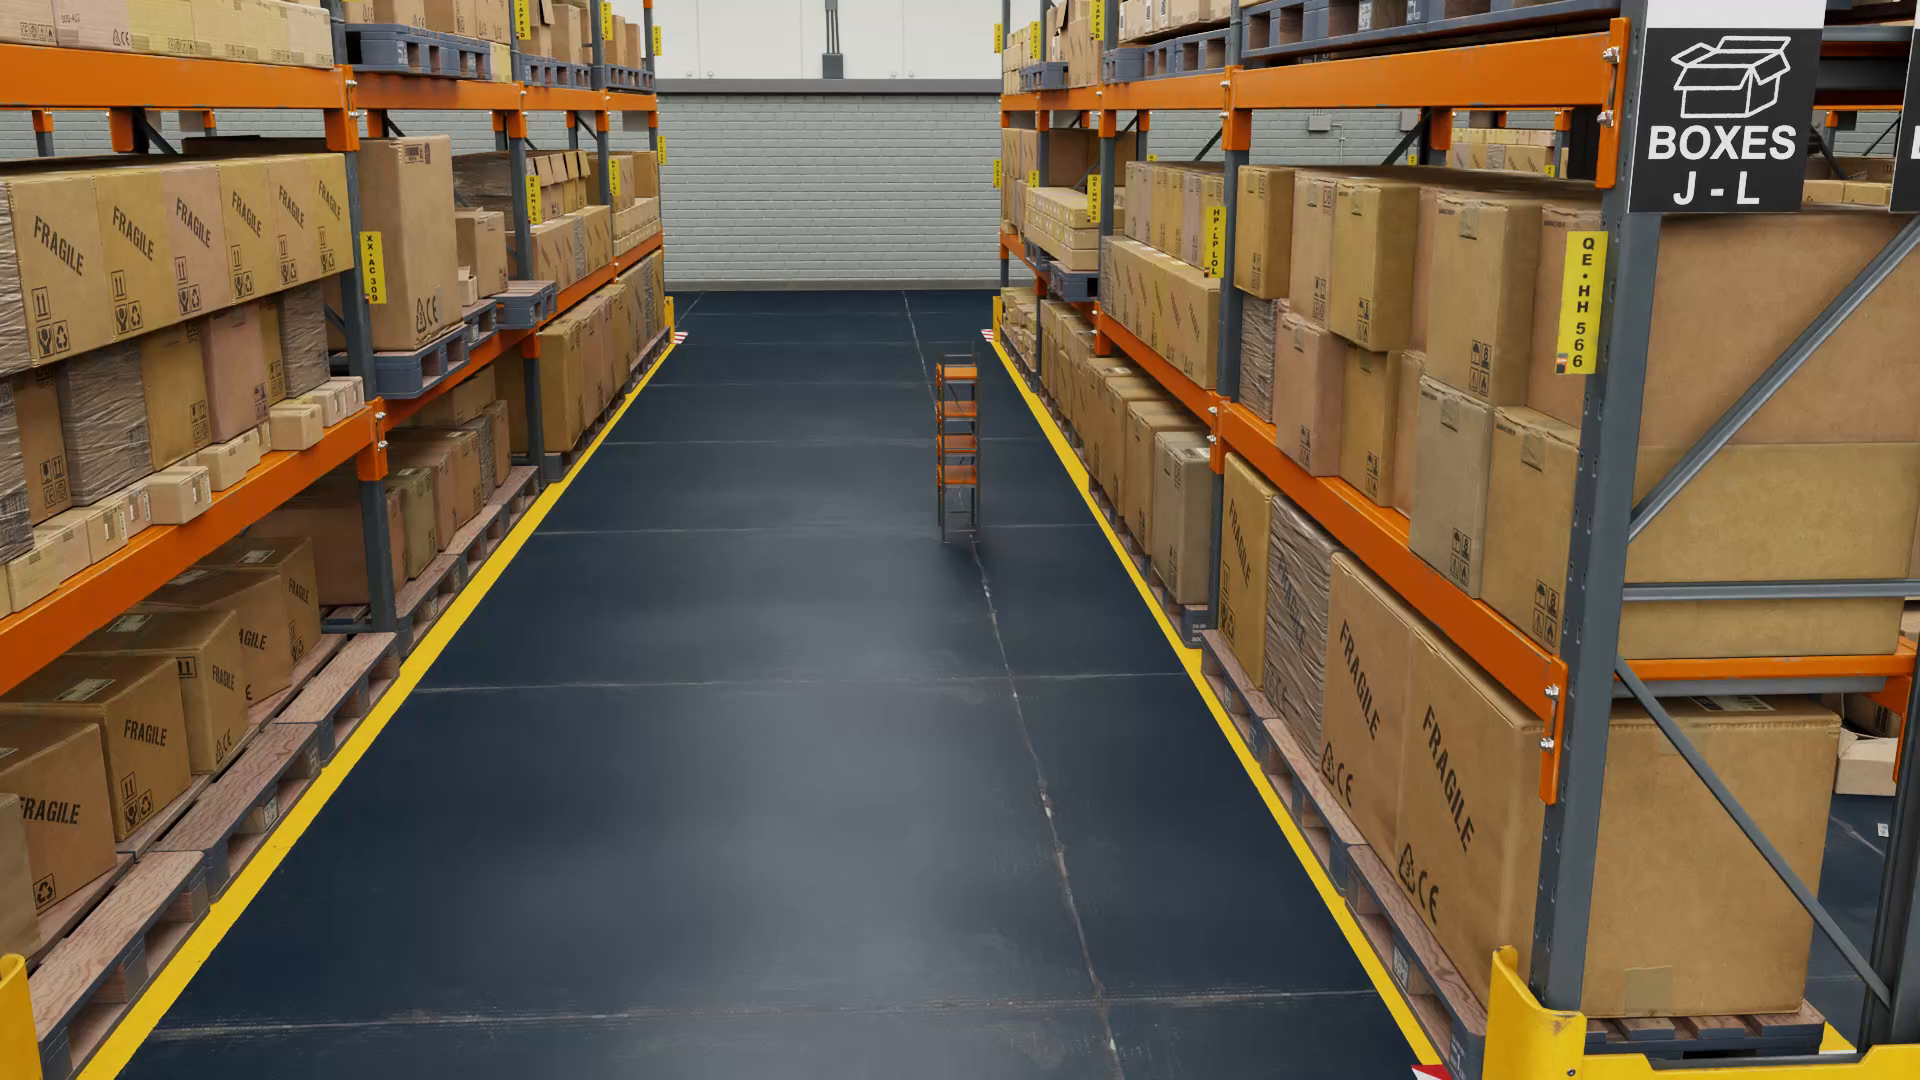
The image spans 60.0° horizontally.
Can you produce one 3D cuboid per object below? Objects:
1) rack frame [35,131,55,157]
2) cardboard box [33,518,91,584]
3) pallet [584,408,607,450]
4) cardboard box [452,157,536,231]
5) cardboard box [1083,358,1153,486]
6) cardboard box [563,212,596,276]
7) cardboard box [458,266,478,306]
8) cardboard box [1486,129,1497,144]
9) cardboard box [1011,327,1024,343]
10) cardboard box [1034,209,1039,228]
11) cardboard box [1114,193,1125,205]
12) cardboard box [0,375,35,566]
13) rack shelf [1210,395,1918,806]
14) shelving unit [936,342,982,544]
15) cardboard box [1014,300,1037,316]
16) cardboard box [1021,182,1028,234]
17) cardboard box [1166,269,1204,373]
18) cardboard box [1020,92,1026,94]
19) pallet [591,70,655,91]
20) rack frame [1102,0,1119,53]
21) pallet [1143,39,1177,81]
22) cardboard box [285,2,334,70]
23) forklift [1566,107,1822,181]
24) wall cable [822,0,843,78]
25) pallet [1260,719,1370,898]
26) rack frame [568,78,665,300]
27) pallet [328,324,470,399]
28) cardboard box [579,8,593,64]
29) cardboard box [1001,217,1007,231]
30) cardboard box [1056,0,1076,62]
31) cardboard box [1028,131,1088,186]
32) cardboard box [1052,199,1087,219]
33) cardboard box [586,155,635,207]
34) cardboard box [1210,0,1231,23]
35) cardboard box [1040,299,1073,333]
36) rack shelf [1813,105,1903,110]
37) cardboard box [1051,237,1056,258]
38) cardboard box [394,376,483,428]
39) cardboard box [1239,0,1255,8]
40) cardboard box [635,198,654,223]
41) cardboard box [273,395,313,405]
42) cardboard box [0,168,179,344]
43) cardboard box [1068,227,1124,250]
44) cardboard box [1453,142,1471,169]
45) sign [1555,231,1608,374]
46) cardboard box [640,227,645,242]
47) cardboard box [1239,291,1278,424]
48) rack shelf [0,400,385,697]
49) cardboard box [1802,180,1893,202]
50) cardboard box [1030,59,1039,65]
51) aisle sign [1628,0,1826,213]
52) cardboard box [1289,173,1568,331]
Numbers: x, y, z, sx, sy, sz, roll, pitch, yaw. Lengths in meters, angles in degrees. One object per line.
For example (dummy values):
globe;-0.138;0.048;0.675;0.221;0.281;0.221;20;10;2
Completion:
rack frame;-8.670;-2.729;15.115;1.000;3.000;0.127;-1;14;-3
cardboard box;-2.796;0.039;4.860;0.380;0.149;0.250;-1;14;-3
pallet;-3.525;-0.961;13.836;1.003;0.211;1.213;-1;14;-3
cardboard box;-3.508;-2.527;12.116;0.797;0.503;0.637;0;14;-2
cardboard box;1.426;-0.824;11.380;1.050;0.750;0.750;-1;14;-4
cardboard box;-3.362;-2.489;13.981;0.500;0.500;0.500;-1;14;-4
cardboard box;-3.106;-1.539;9.915;0.396;0.266;0.258;-1;14;-5
cardboard box;5.781;-4.257;17.544;0.380;0.149;0.250;-1;14;-3
cardboard box;0.761;-2.224;18.027;0.380;0.149;0.250;-2;15;-6
cardboard box;0.846;-2.785;14.394;0.380;0.149;0.250;-2;15;-6
cardboard box;1.509;-2.873;14.140;0.380;0.149;0.250;-1;14;-5
cardboard box;-2.990;-0.151;4.297;0.875;0.500;0.500;-1;14;-3
rack shelf;1.849;-0.022;6.036;1.077;0.370;4.000;-1;14;-3
shelving unit;-0.010;-0.622;10.537;0.258;1.200;0.503;-1;14;-3
cardboard box;0.777;-2.500;17.909;0.380;0.149;0.250;-1;14;-3
cardboard box;0.887;-3.295;16.515;0.500;0.500;0.500;-1;14;-5
cardboard box;1.395;-1.167;8.844;0.500;0.500;0.500;-1;14;-4
cardboard box;0.879;-4.606;16.689;0.500;0.250;0.500;-1;14;-4
pallet;-3.918;-5.026;18.199;1.003;0.211;1.213;-1;14;-3
rack frame;1.478;-4.768;10.998;1.000;3.000;0.127;-1;14;-3
pallet;1.643;-2.786;9.695;1.003;0.211;1.213;0;14;-1
cardboard box;-2.942;-2.087;6.899;0.500;0.250;0.500;0;14;-1
forklift;4.447;-1.391;10.052;3.031;2.935;1.130;12;19;39
wall cable;-0.885;-9.724;23.803;2.277;5.999;0.120;-1;14;-3
pallet;1.773;0.977;6.305;1.003;0.211;1.213;-1;14;-3
rack frame;-3.975;-3.801;19.279;1.000;3.000;0.127;-1;14;-3
pallet;-3.133;-0.916;8.451;1.003;0.211;1.213;-1;14;-3
cardboard box;-3.835;-4.753;15.714;0.700;0.500;0.500;-2;15;-7
cardboard box;0.675;-3.645;19.177;0.380;0.149;0.250;-1;14;-4
cardboard box;1.195;-4.177;13.672;0.797;0.503;0.637;-1;14;-4
cardboard box;0.931;-3.647;15.876;0.500;0.500;0.500;-1;14;-5
cardboard box;0.931;-2.601;13.084;0.380;0.149;0.250;-1;14;-3
cardboard box;-3.561;-3.616;16.758;0.500;0.500;0.500;-1;14;-5
cardboard box;1.522;-2.673;8.133;0.500;0.250;0.500;-1;14;-3
cardboard box;1.012;-2.025;15.048;0.500;0.250;0.500;-2;15;-6
rack shelf;6.536;-2.571;9.923;1.077;0.370;4.000;-1;14;-3
cardboard box;0.928;-2.315;13.164;0.380;0.149;0.250;-2;15;-6
cardboard box;-3.365;-0.879;10.551;0.500;0.250;0.500;1;14;3
cardboard box;1.409;-2.355;7.100;0.380;0.149;0.250;-1;14;-4
cardboard box;-3.649;-3.630;18.317;0.500;0.250;0.500;-1;14;-4
cardboard box;-2.963;-0.520;7.033;0.380;0.149;0.250;-1;14;-3
cardboard box;-2.802;-0.888;5.154;0.500;0.500;0.500;-1;14;-3
cardboard box;0.993;-2.204;12.138;0.380;0.149;0.250;-1;14;-2
cardboard box;5.740;-4.106;18.259;0.500;0.500;0.500;-1;14;-4
sign;1.431;-0.544;3.820;0.100;0.325;0.005;-1;14;-3
cardboard box;-3.529;-3.215;17.508;0.380;0.149;0.250;-1;14;-2
cardboard box;1.760;-0.849;7.505;0.875;0.550;0.550;-1;14;-3
rack shelf;-3.107;0.029;5.836;1.077;0.370;4.000;-1;14;-3
cardboard box;6.209;-2.244;11.590;0.500;0.500;0.500;-1;14;-5
cardboard box;0.948;-4.590;15.626;0.500;0.250;0.500;-2;15;-6
aisle sign;1.678;-1.110;3.602;0.394;0.787;0.004;-1;14;-3
cardboard box;1.760;-1.100;6.312;0.875;0.550;0.550;-1;14;-3
